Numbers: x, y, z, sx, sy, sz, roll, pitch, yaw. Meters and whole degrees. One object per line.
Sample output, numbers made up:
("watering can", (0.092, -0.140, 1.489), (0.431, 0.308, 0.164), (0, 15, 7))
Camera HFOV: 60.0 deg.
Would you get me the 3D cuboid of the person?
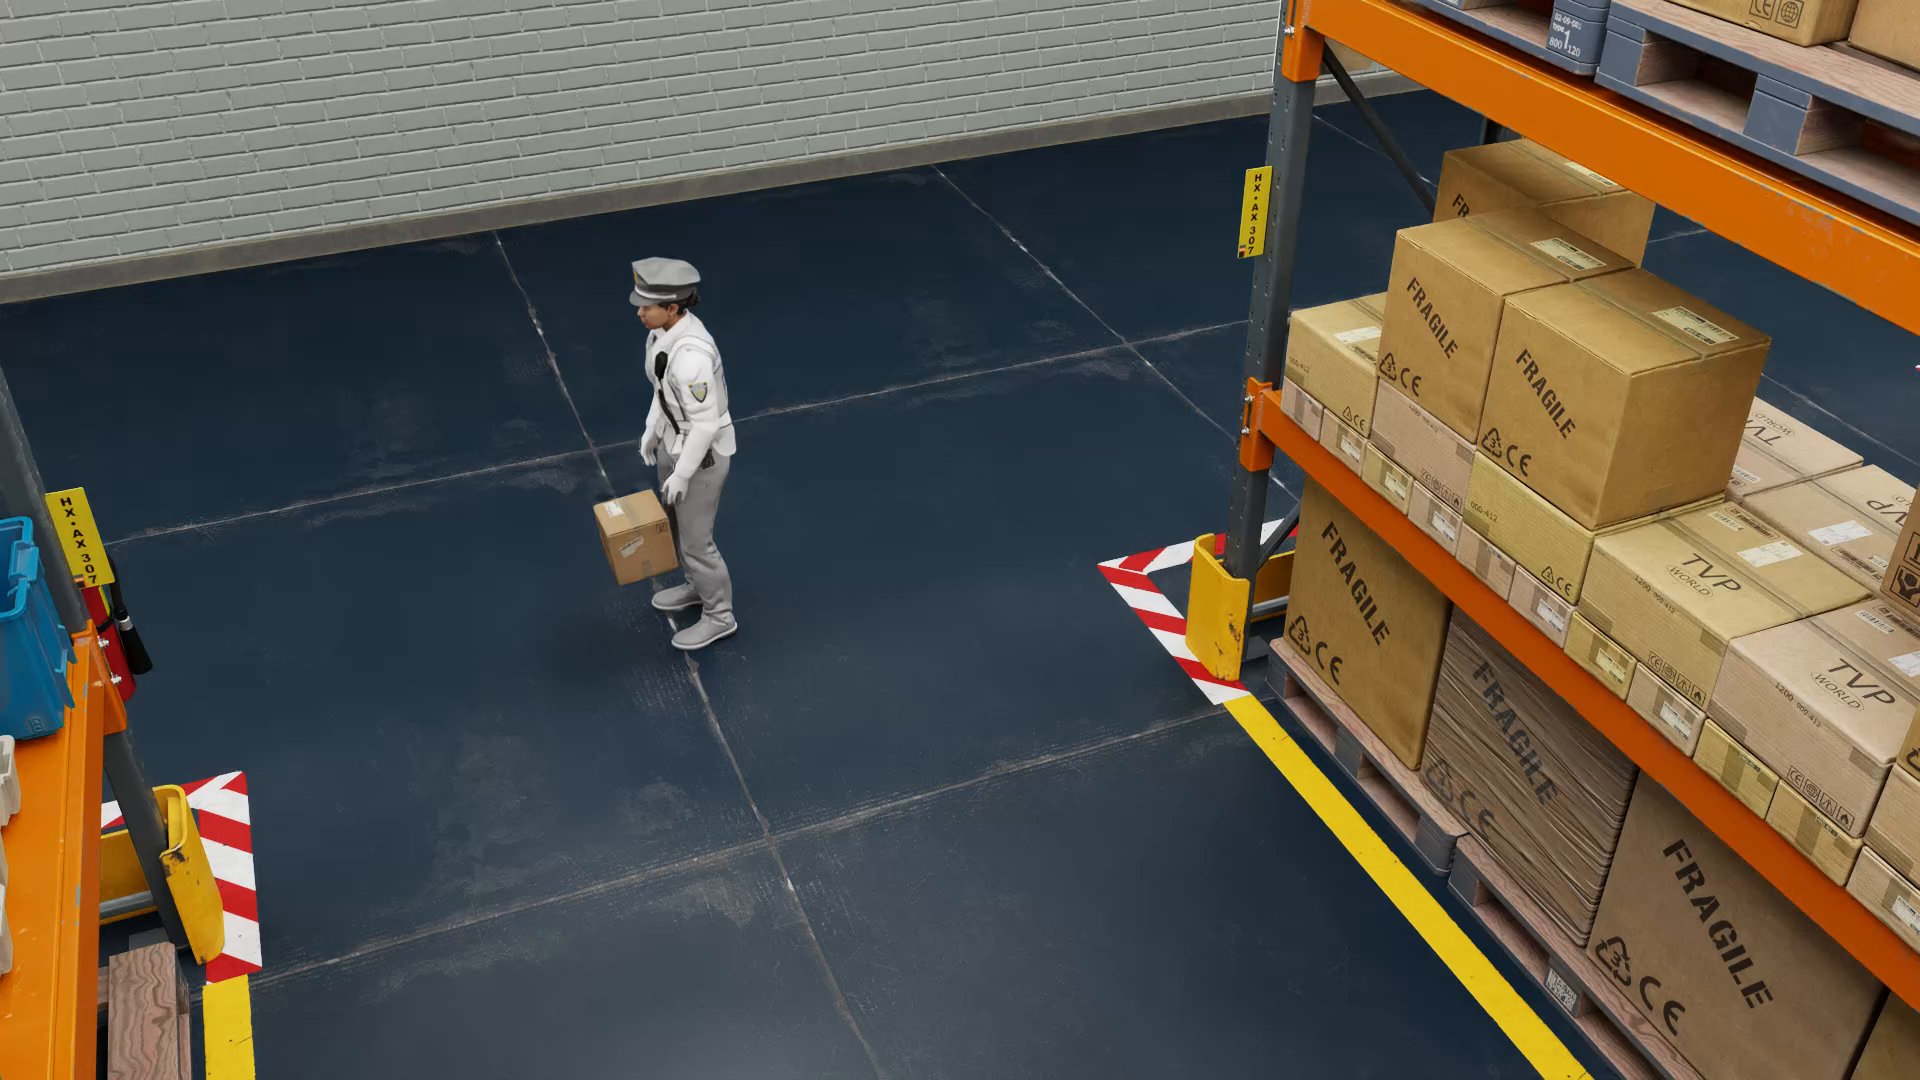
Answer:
("person", (-1.087, -0.345, 6.647), (0.360, 1.673, 0.508), (-14, 36, -20))
